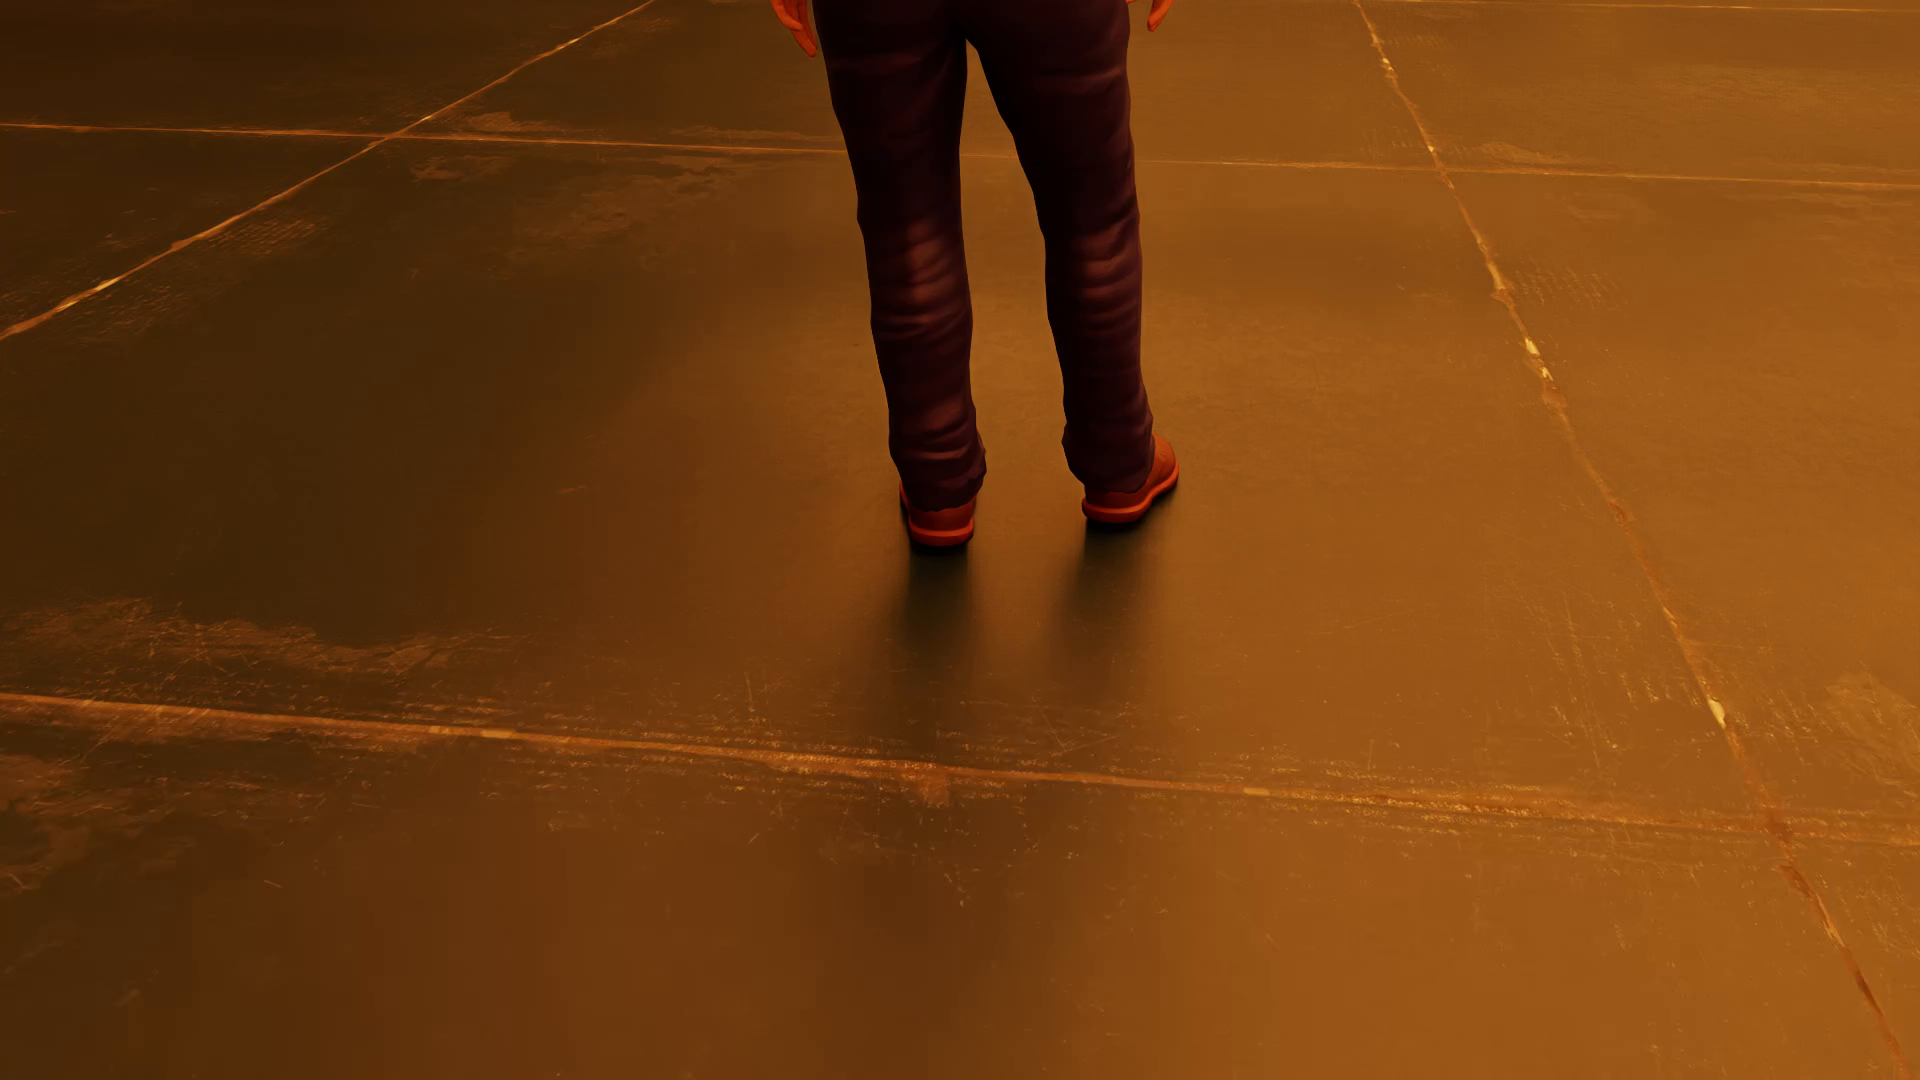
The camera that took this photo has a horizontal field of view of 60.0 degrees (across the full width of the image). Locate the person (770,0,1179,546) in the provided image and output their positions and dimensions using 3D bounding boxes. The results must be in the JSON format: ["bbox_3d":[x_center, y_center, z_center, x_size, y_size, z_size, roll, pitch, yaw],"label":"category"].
[{"bbox_3d":[0.035,-0.782,2.206,0.598,1.651,0.502,3,27,7],"label":"person"}]
